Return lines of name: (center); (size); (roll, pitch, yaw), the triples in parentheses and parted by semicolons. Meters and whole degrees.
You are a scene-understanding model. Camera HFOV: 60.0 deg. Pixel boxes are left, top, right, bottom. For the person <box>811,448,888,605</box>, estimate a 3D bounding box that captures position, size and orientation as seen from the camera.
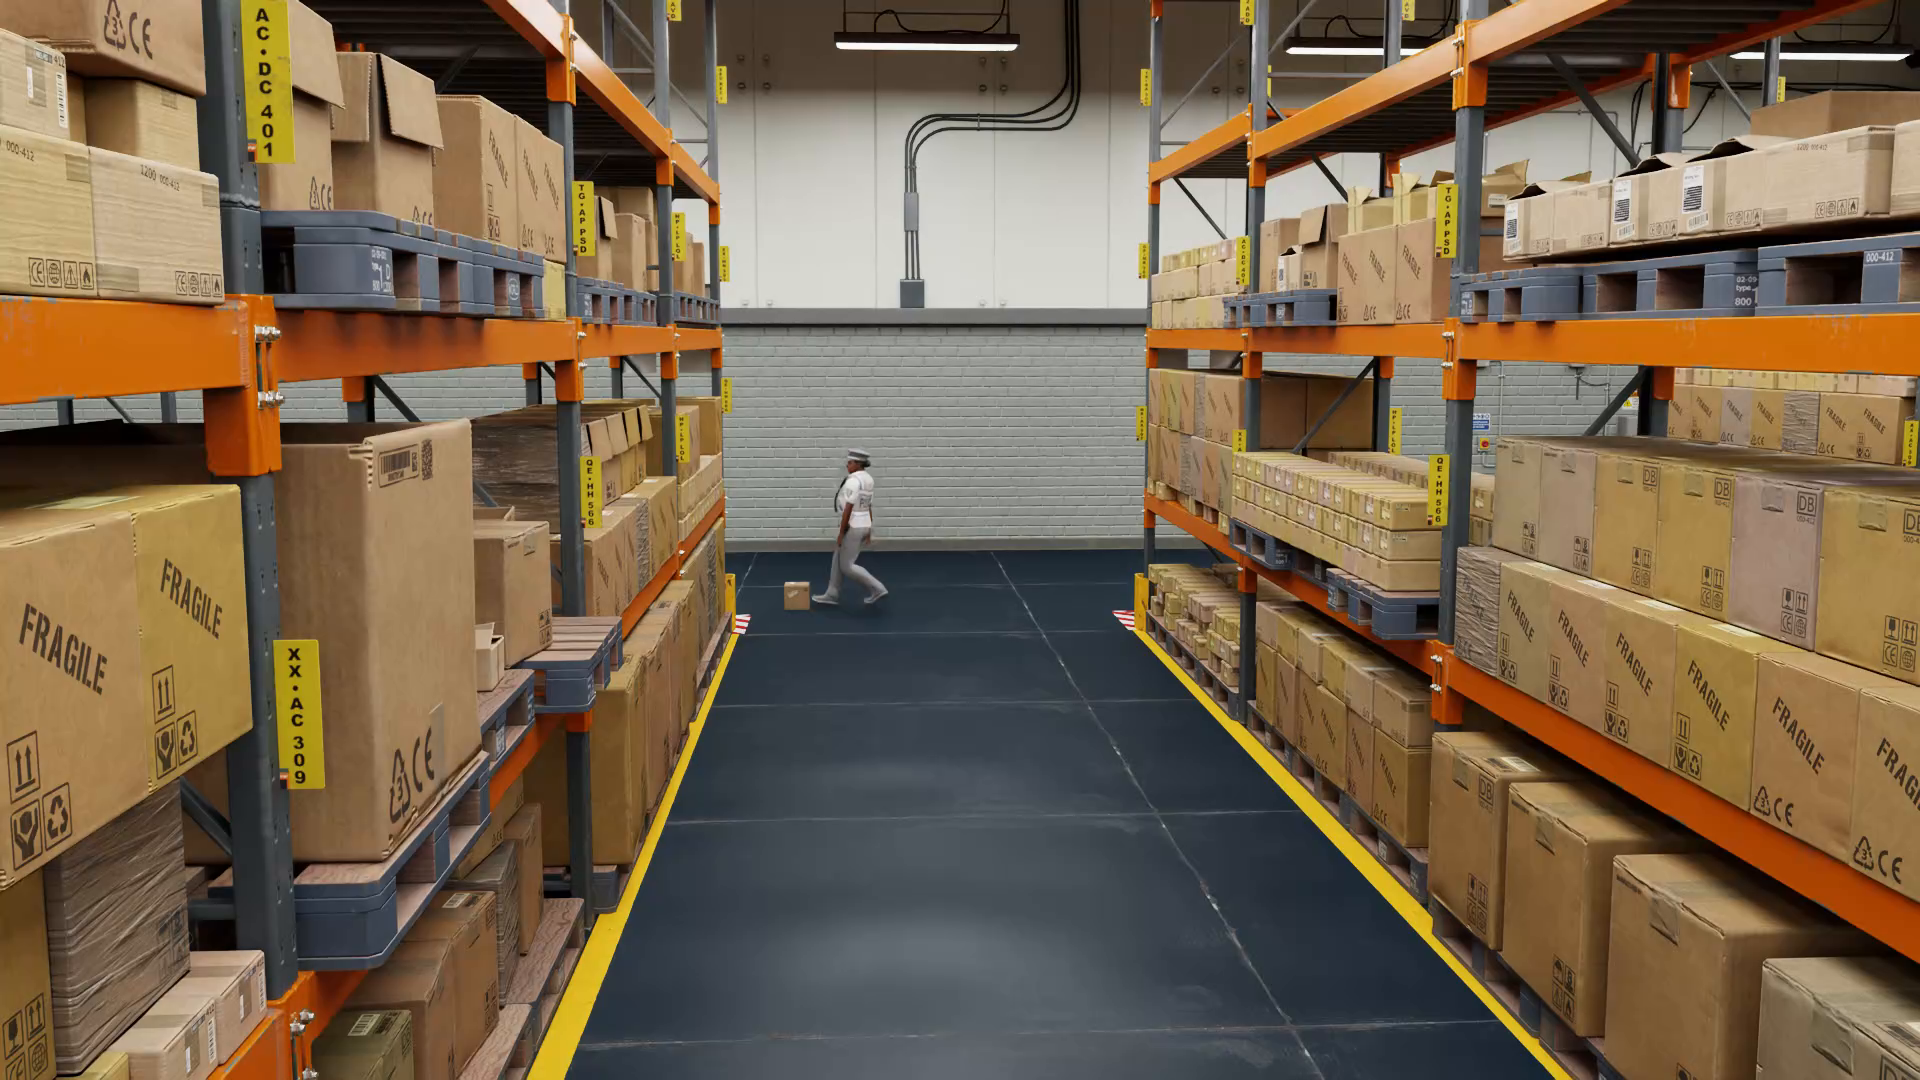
person: (-1.112, -0.120, 16.801); (0.942, 1.617, 0.463); (2, 7, 19)
